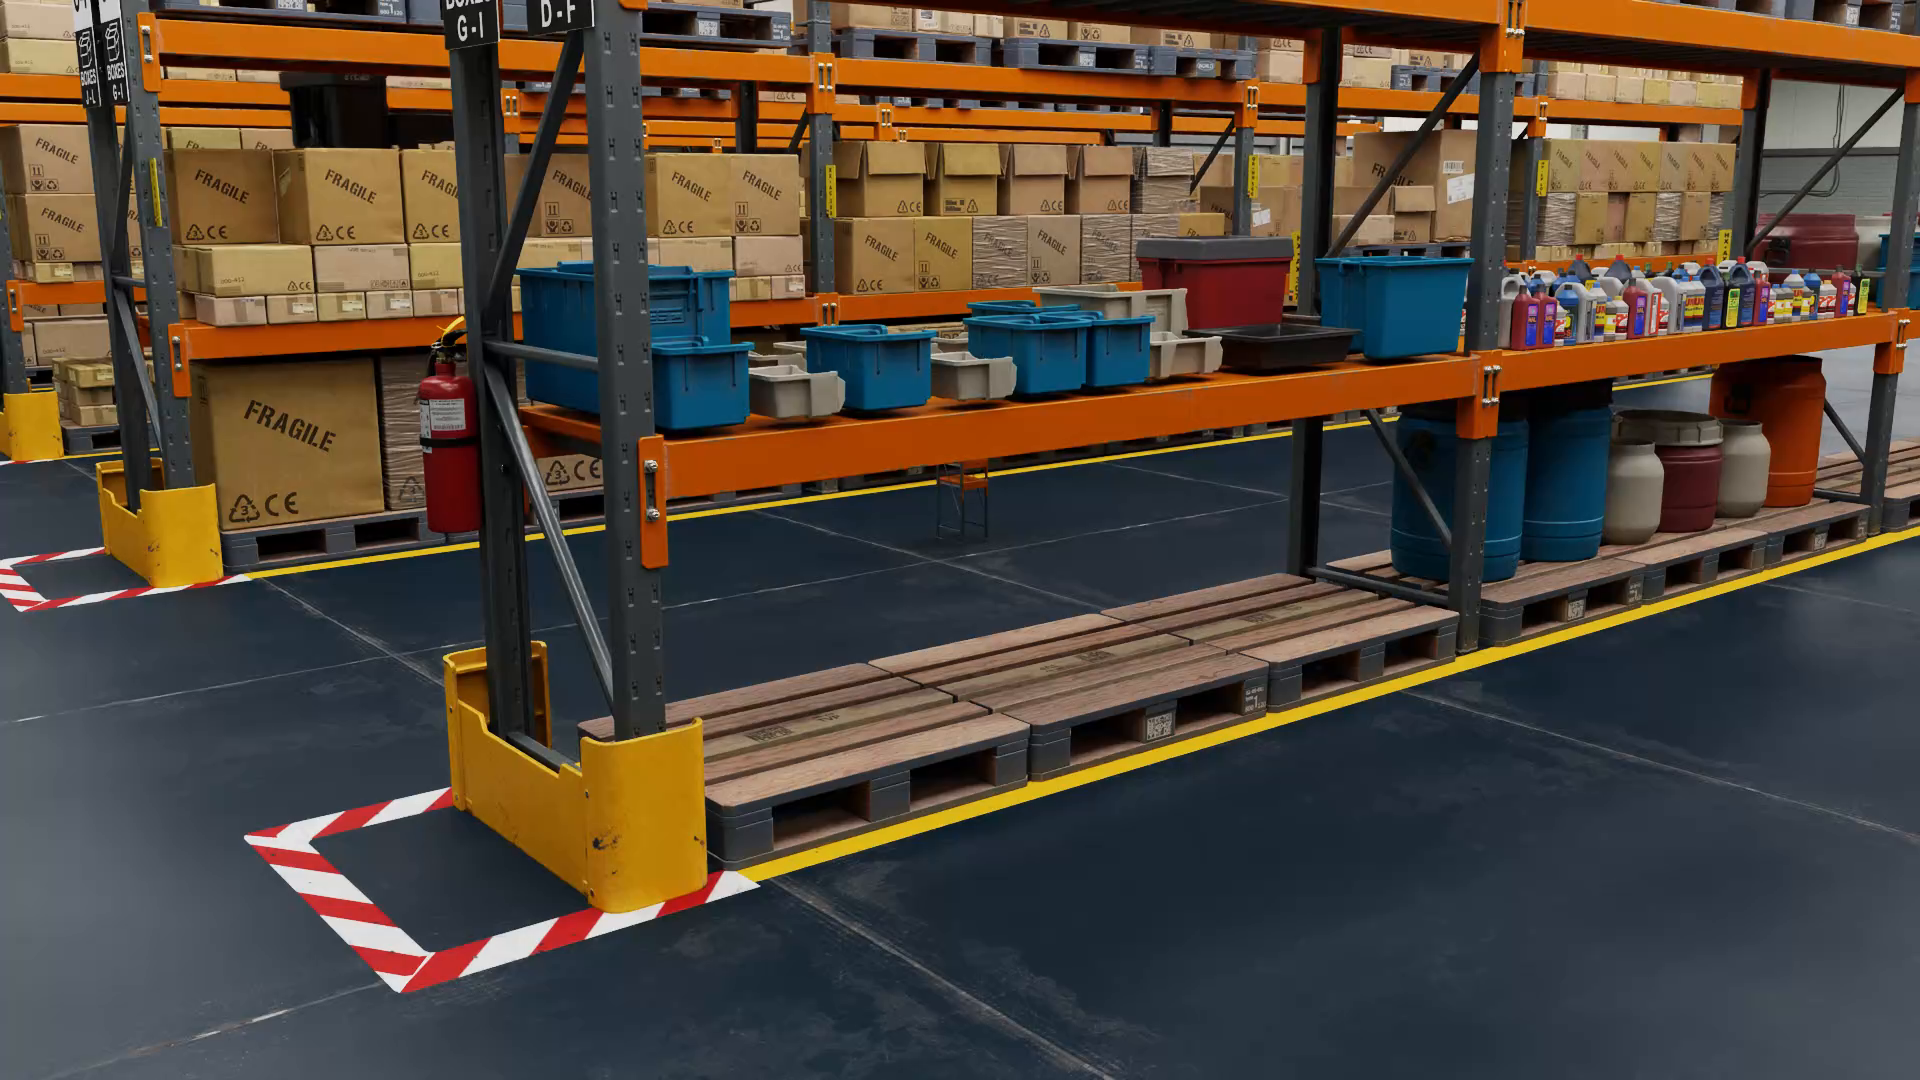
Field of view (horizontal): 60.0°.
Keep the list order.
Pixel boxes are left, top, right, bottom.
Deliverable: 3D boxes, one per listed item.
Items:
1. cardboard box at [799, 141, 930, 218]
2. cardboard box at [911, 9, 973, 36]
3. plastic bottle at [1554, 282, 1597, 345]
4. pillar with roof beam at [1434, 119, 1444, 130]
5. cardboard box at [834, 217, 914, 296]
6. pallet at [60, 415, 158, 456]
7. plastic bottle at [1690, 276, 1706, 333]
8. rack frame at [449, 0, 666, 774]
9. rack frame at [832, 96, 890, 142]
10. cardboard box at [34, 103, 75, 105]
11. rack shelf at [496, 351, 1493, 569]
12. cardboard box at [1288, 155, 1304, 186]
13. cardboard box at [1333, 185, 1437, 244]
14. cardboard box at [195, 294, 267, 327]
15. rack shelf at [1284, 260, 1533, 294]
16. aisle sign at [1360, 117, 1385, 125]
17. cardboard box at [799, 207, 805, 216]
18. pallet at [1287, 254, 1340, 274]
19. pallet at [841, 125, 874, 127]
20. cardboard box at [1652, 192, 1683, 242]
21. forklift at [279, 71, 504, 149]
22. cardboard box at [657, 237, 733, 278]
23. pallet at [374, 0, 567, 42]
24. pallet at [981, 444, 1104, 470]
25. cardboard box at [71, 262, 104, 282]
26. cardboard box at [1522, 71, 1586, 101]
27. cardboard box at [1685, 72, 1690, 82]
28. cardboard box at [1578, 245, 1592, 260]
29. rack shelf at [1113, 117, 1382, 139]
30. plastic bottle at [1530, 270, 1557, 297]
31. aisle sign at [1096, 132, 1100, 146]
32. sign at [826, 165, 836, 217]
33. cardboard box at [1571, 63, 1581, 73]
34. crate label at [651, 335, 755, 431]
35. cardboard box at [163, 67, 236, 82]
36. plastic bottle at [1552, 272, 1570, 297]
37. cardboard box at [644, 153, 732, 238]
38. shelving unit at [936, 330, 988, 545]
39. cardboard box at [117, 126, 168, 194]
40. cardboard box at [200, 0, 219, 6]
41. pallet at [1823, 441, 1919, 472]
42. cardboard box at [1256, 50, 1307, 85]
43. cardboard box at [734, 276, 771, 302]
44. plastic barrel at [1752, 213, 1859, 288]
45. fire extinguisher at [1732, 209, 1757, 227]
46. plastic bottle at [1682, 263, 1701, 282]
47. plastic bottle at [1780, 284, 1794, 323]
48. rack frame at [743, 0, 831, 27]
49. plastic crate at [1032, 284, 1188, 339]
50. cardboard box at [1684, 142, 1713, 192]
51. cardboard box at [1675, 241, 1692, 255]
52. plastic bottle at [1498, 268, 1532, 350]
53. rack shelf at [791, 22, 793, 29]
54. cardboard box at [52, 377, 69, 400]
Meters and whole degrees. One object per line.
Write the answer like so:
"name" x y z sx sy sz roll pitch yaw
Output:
"cardboard box" -0.679 -2.479 11.425 0.637 0.503 0.797 -10 16 -39
"cardboard box" -0.259 -3.612 11.398 0.500 0.311 0.500 -10 16 -40
"plastic bottle" 2.807 -1.037 7.588 0.135 0.276 0.152 -9 15 -38
"pillar with roof beam" 14.541 -10.452 37.185 0.548 9.000 9.100 -9 15 -38
"cardboard box" -0.657 -1.923 11.222 0.500 0.500 0.500 -9 15 -37
"pallet" -6.600 -0.899 13.354 1.213 0.211 1.003 -9 15 -38
"plastic bottle" 3.609 -1.160 8.182 0.097 0.271 0.097 0 12 0
"rack frame" -1.202 -0.533 4.915 0.127 3.000 1.000 -9 15 -38
"rack frame" -1.069 -3.192 17.437 0.127 3.000 1.000 -9 15 -38
"cardboard box" -11.494 -5.569 21.058 0.500 0.250 0.500 -9 15 -36
"rack shelf" 0.360 -0.440 6.212 4.000 0.370 1.077 -9 15 -38
"cardboard box" 3.970 -4.652 21.356 0.550 0.550 0.875 -9 15 -38
"cardboard box" 3.779 -2.909 14.847 0.637 0.503 0.797 -8 14 -32
"cardboard box" -3.812 -1.206 8.689 0.250 0.149 0.380 -9 15 -37
"rack shelf" 3.513 -2.282 14.884 4.000 0.370 1.077 -9 15 -38
"aisle sign" 5.421 -5.462 21.870 0.004 0.787 0.394 -9 15 -38
"cardboard box" -1.581 -3.212 16.412 0.250 0.149 0.380 -9 15 -36
"pallet" 2.441 -2.390 14.124 1.003 0.211 1.213 -9 15 -38
"pallet" -1.665 -5.813 23.013 1.003 0.211 1.213 -9 15 -38
"cardboard box" 7.018 -3.397 17.449 0.500 0.500 0.875 -9 15 -38
"forklift" -3.932 -2.029 12.128 3.031 2.935 1.130 -10 16 -40
"cardboard box" -1.756 -1.760 10.339 0.500 0.250 0.500 -9 15 -36
"pallet" -2.770 -3.017 9.607 1.213 0.211 1.003 -9 15 -38
"pallet" 0.336 -0.762 12.711 1.213 0.211 1.003 -9 15 -38
"cardboard box" -6.685 -2.059 12.709 0.250 0.149 0.380 -9 15 -36
"cardboard box" 5.586 -4.304 15.815 0.500 0.250 0.500 -10 16 -40
"cardboard box" 7.302 -4.798 17.182 0.250 0.149 0.380 -9 15 -37
"cardboard box" 6.001 -2.850 16.436 0.250 0.149 0.380 -9 15 -38
"rack shelf" 3.617 -5.085 20.867 4.000 0.370 1.077 -9 15 -38
"plastic bottle" 2.993 -1.255 8.615 0.135 0.276 0.152 -9 15 -38
"aisle sign" 2.237 -6.252 25.591 0.004 0.787 0.394 -9 15 -38
"sign" -0.824 -2.227 10.621 0.005 0.325 0.100 -9 15 -38
"cardboard box" 5.686 -4.520 15.872 0.250 0.149 0.380 -10 16 -40
"crate label" -0.803 -0.459 4.826 0.303 0.233 0.416 -9 15 -38
"cardboard box" -5.997 -3.701 12.975 0.500 0.250 0.500 -10 16 -39
"plastic bottle" 3.085 -1.235 8.532 0.097 0.271 0.097 0 12 0
"cardboard box" -1.758 -2.127 10.261 0.500 0.500 0.500 -9 15 -37
"shelving unit" 0.011 -0.589 9.513 0.189 1.200 0.258 -9 15 -38
"cardboard box" -6.409 -2.919 12.788 0.500 0.500 0.500 -9 15 -36
"cardboard box" -5.862 -4.146 12.910 0.250 0.149 0.380 -9 15 -36
"pallet" 6.626 -0.458 11.279 1.213 0.211 1.003 -9 15 -38
"cardboard box" 2.477 -3.788 13.384 0.500 0.250 0.500 -9 15 -37
"cardboard box" -1.407 -1.606 10.574 0.250 0.149 0.380 -9 15 -37
"plastic barrel" 5.218 -1.746 10.305 0.708 0.536 0.600 -9 15 -38
"fire extinguisher" 8.575 -3.314 18.202 0.183 0.674 0.296 -9 15 -38
"plastic bottle" 4.144 -1.446 9.516 0.135 0.276 0.152 -9 15 -38
"plastic bottle" 4.334 -1.247 8.756 0.097 0.201 0.097 0 12 0
"rack frame" -1.172 -4.789 10.519 0.127 3.000 1.000 -9 15 -38
"plastic crate" 0.614 -0.855 6.573 0.530 0.282 0.437 -9 15 -38
"cardboard box" 7.536 -3.918 17.496 0.500 0.500 0.500 -9 15 -38
"cardboard box" 7.541 -3.116 17.684 0.250 0.149 0.380 -9 15 -38
"plastic bottle" 2.431 -1.026 7.357 0.185 0.351 0.144 -9 15 -38
"rack shelf" -2.678 -6.628 21.872 4.000 0.370 1.077 -9 15 -38
"cardboard box" -7.082 -1.225 13.311 0.250 0.149 0.380 -10 16 -39
